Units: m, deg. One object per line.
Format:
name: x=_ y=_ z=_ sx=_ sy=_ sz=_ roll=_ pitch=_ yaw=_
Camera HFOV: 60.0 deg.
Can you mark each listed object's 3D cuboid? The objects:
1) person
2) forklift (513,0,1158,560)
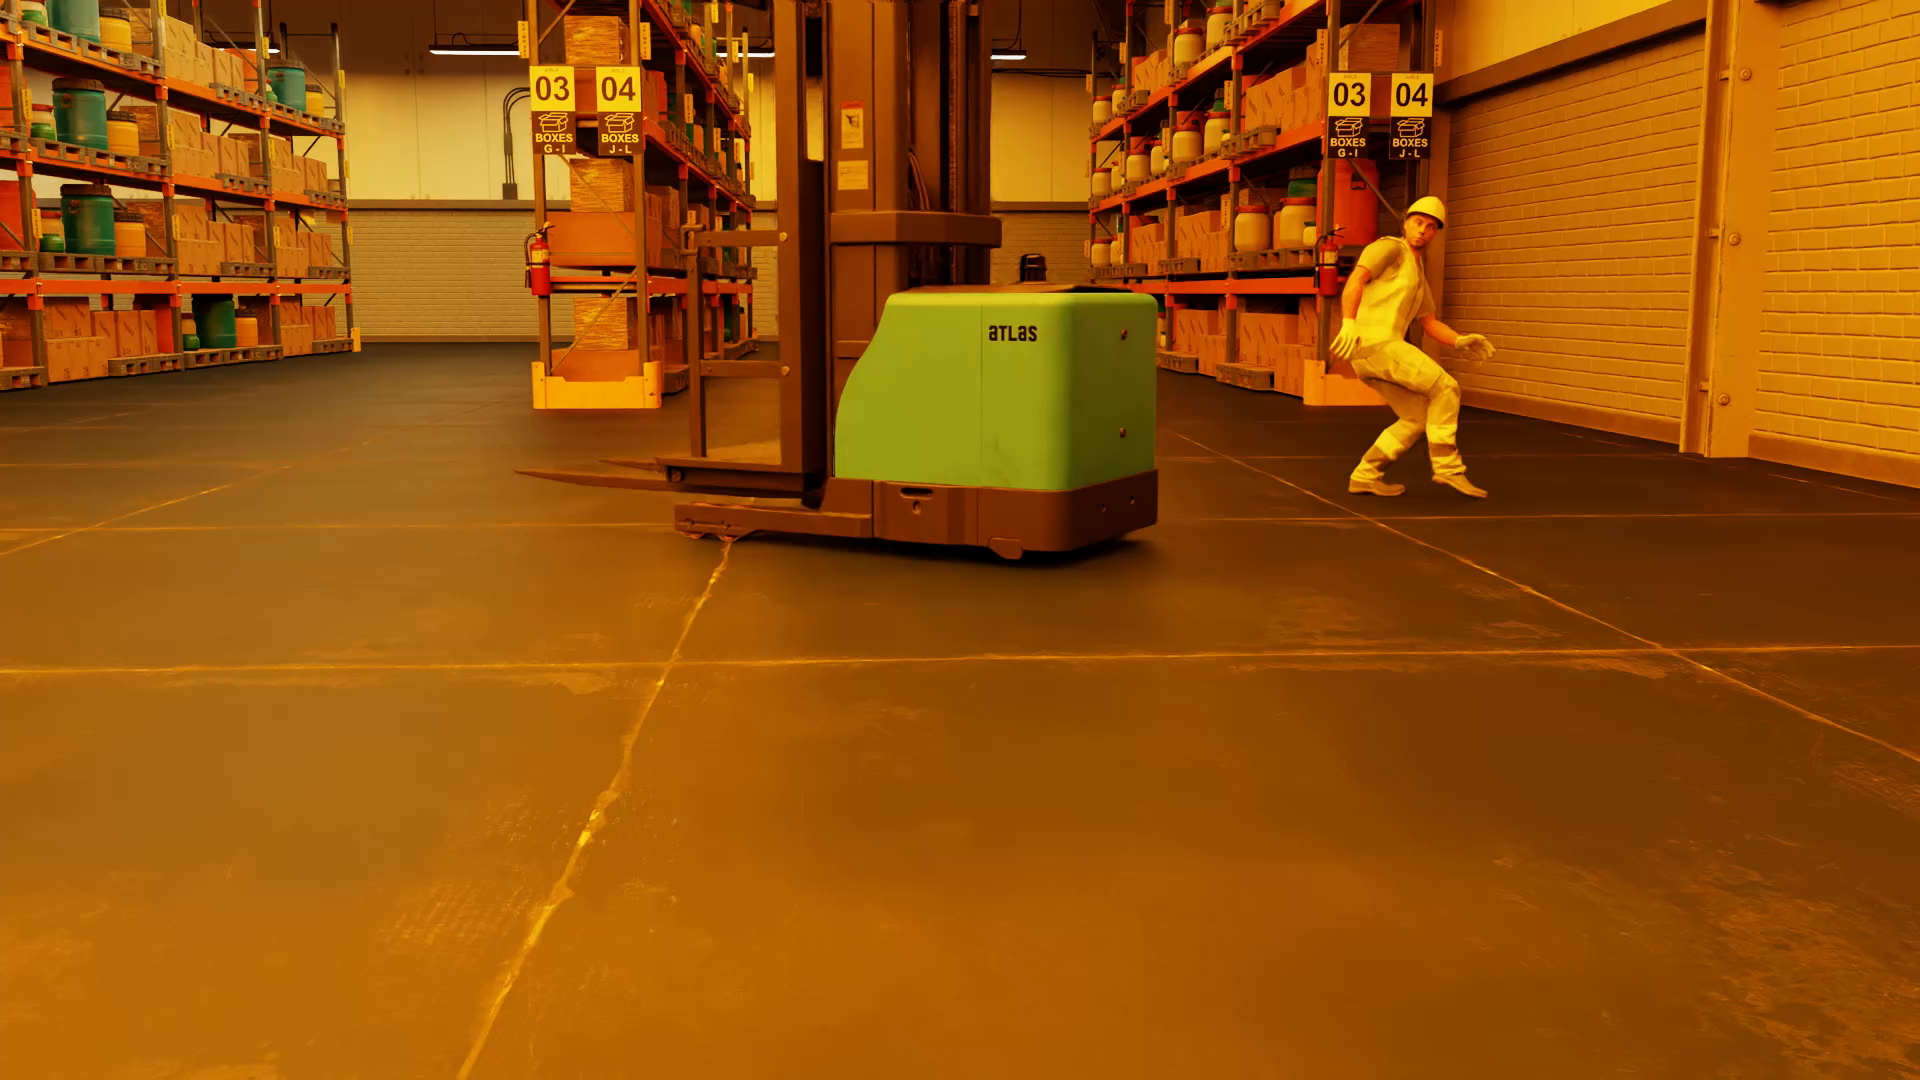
person: x=2.370 y=-0.992 z=8.668 sx=0.810 sy=1.586 sz=0.779 roll=3 pitch=9 yaw=18
forklift: x=-0.677 y=-1.500 z=7.434 sx=3.031 sy=2.935 sz=1.130 roll=5 pitch=10 yaw=28
